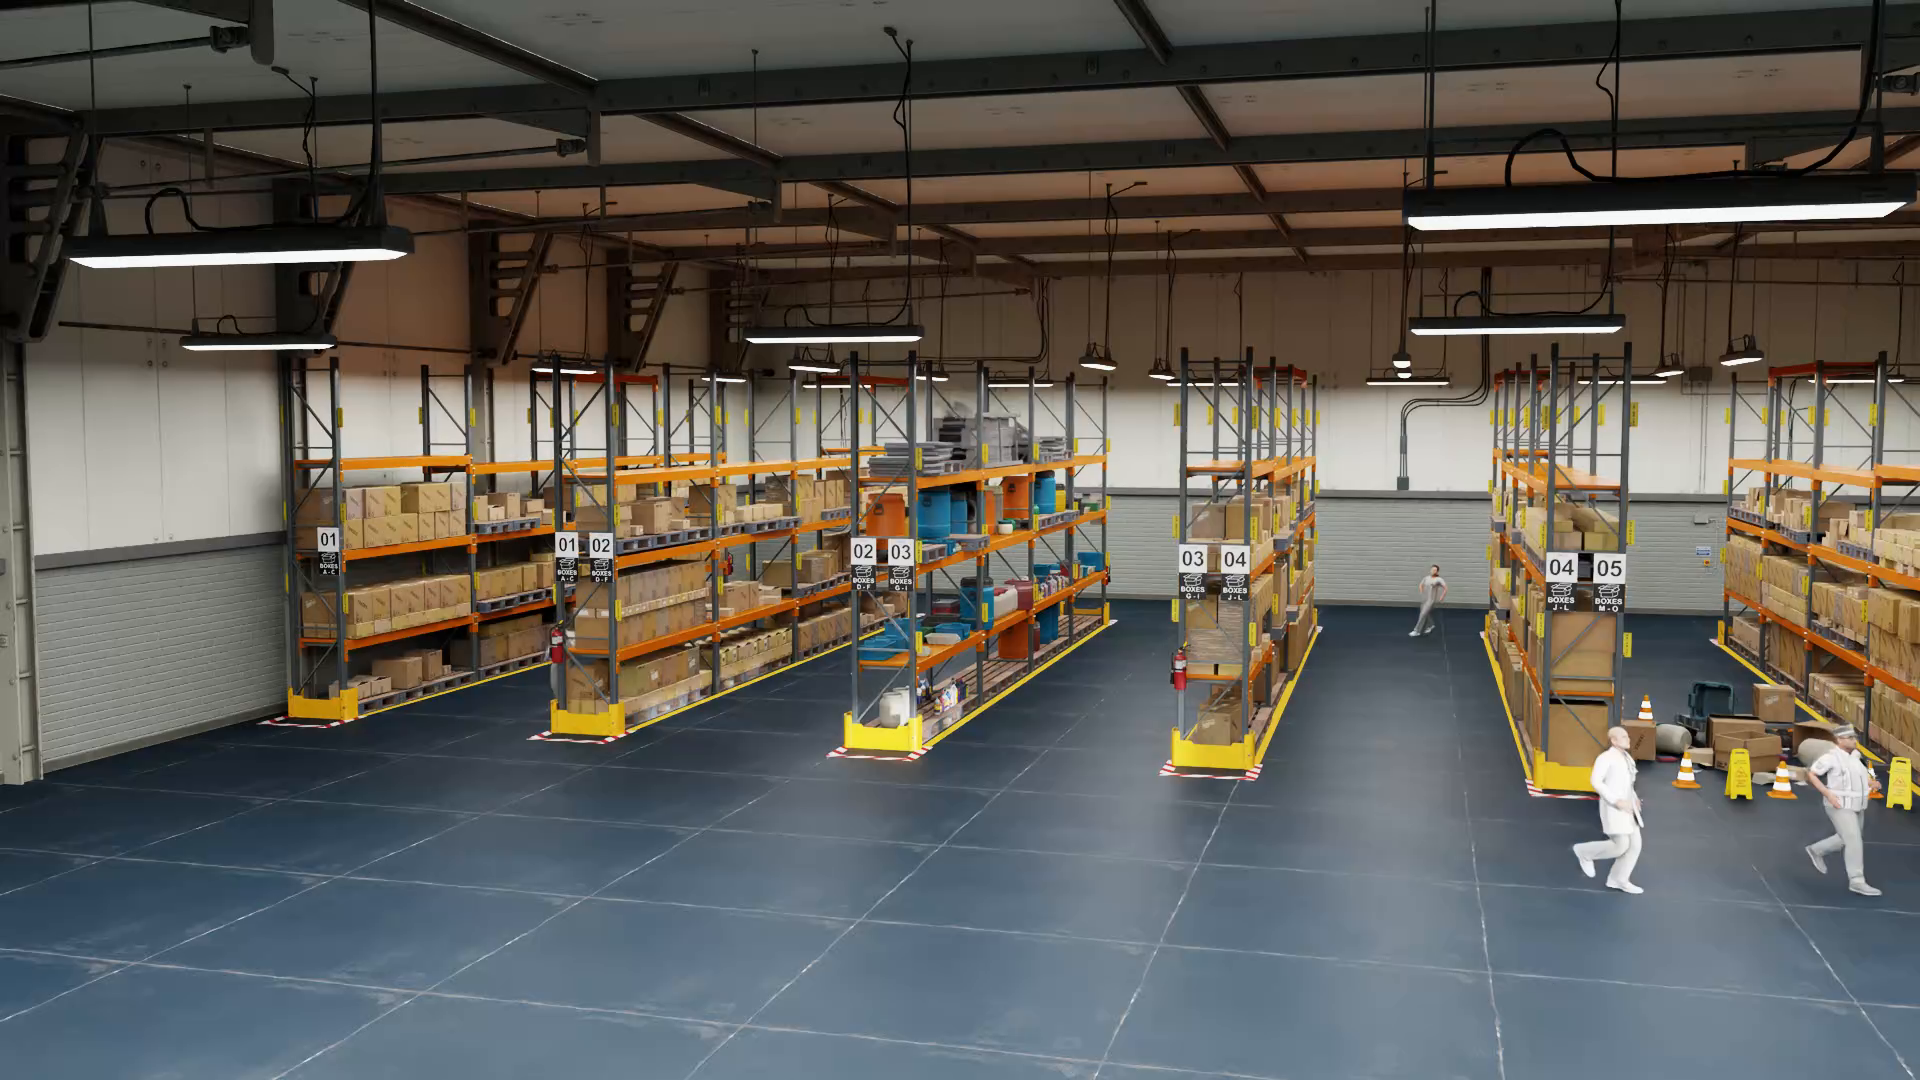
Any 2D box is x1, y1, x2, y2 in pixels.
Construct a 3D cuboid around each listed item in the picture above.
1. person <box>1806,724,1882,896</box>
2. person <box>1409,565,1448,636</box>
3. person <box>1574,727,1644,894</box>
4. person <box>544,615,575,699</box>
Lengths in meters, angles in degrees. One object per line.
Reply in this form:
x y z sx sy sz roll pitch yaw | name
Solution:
9.405 2.815 17.659 0.673 1.755 0.901 -2 5 -28 | person
10.697 1.377 37.954 0.942 1.616 0.618 -3 5 -37 | person
6.925 2.845 17.695 0.707 1.740 0.721 -4 6 -40 | person
-6.838 2.082 28.535 0.614 1.647 0.560 1 4 13 | person
